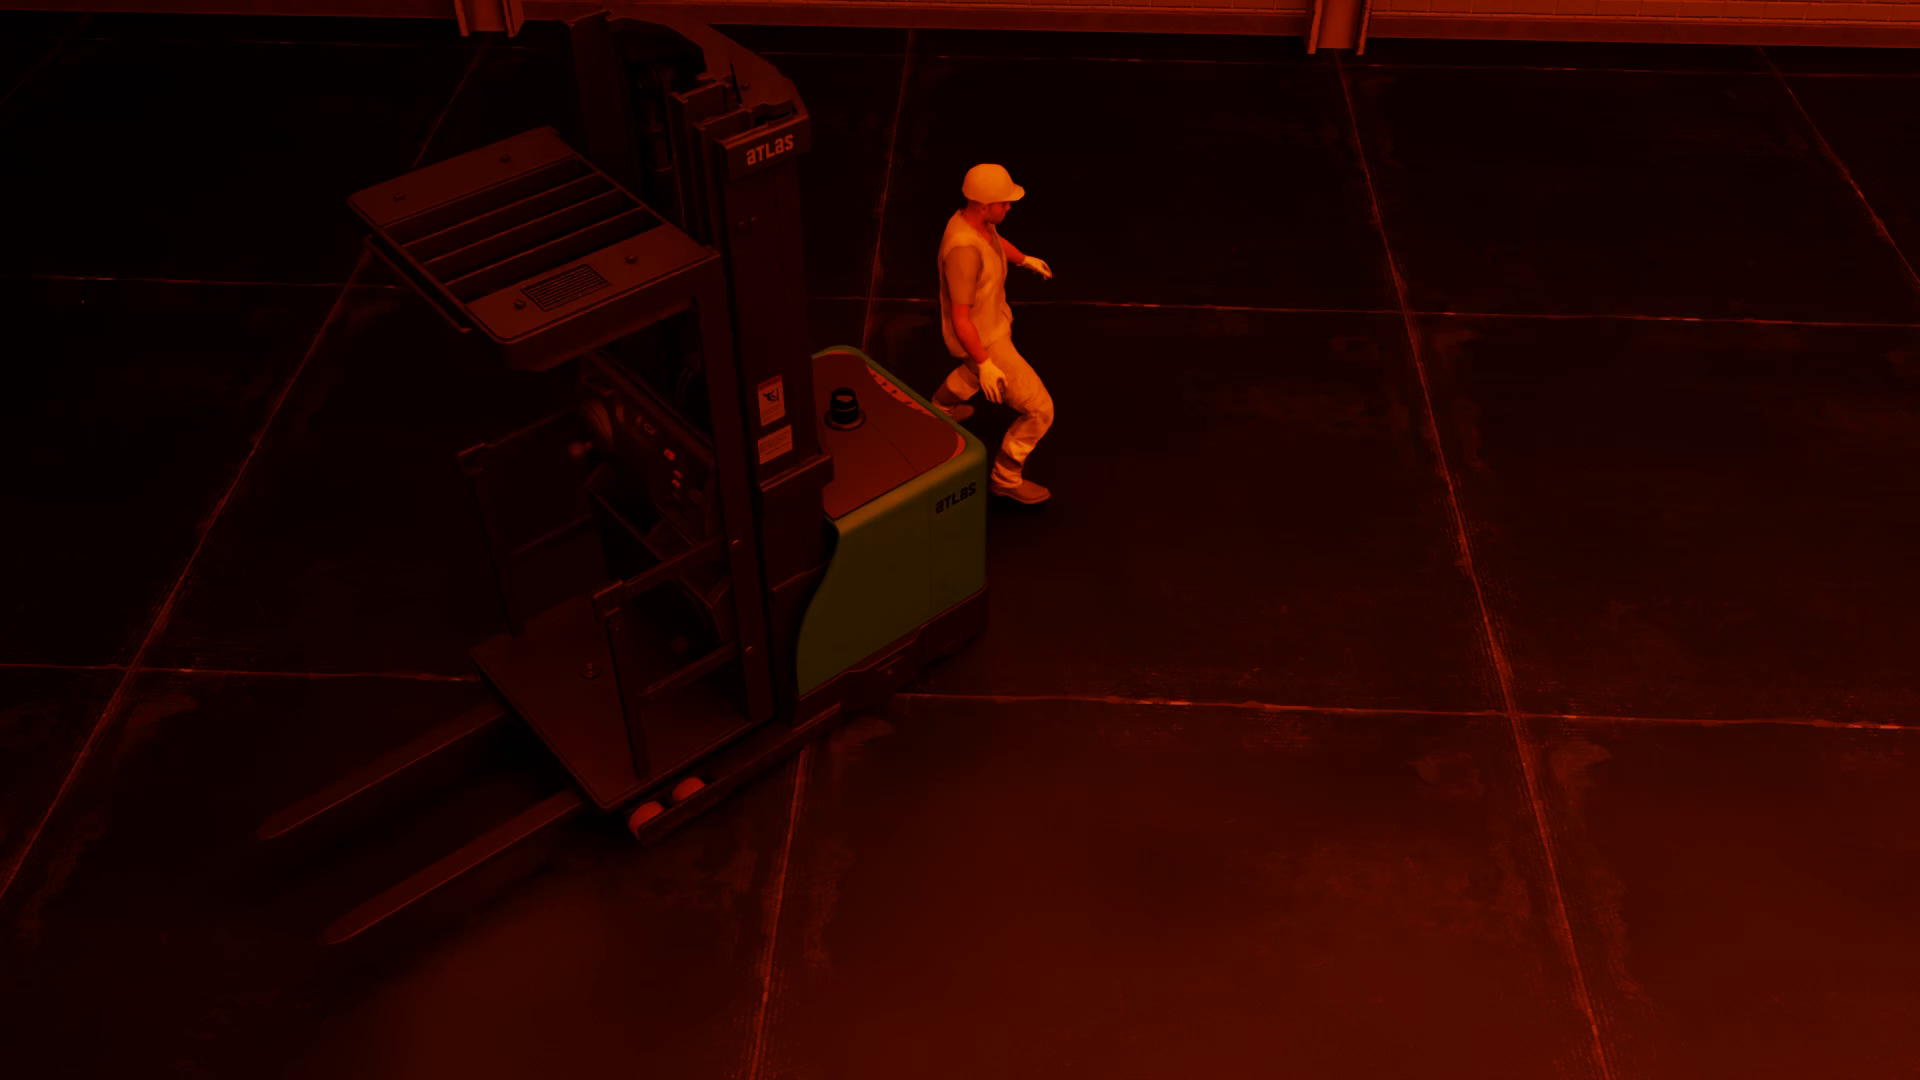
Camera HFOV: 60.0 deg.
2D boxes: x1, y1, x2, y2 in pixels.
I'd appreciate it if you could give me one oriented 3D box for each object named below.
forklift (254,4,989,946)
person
[{"bbox_3d":[-1.329,-0.284,6.054,3.031,2.935,1.130,-29,50,-28],"label":"forklift"},{"bbox_3d":[0.134,-1.038,7.859,0.711,1.647,0.979,5,43,5],"label":"person"}]
